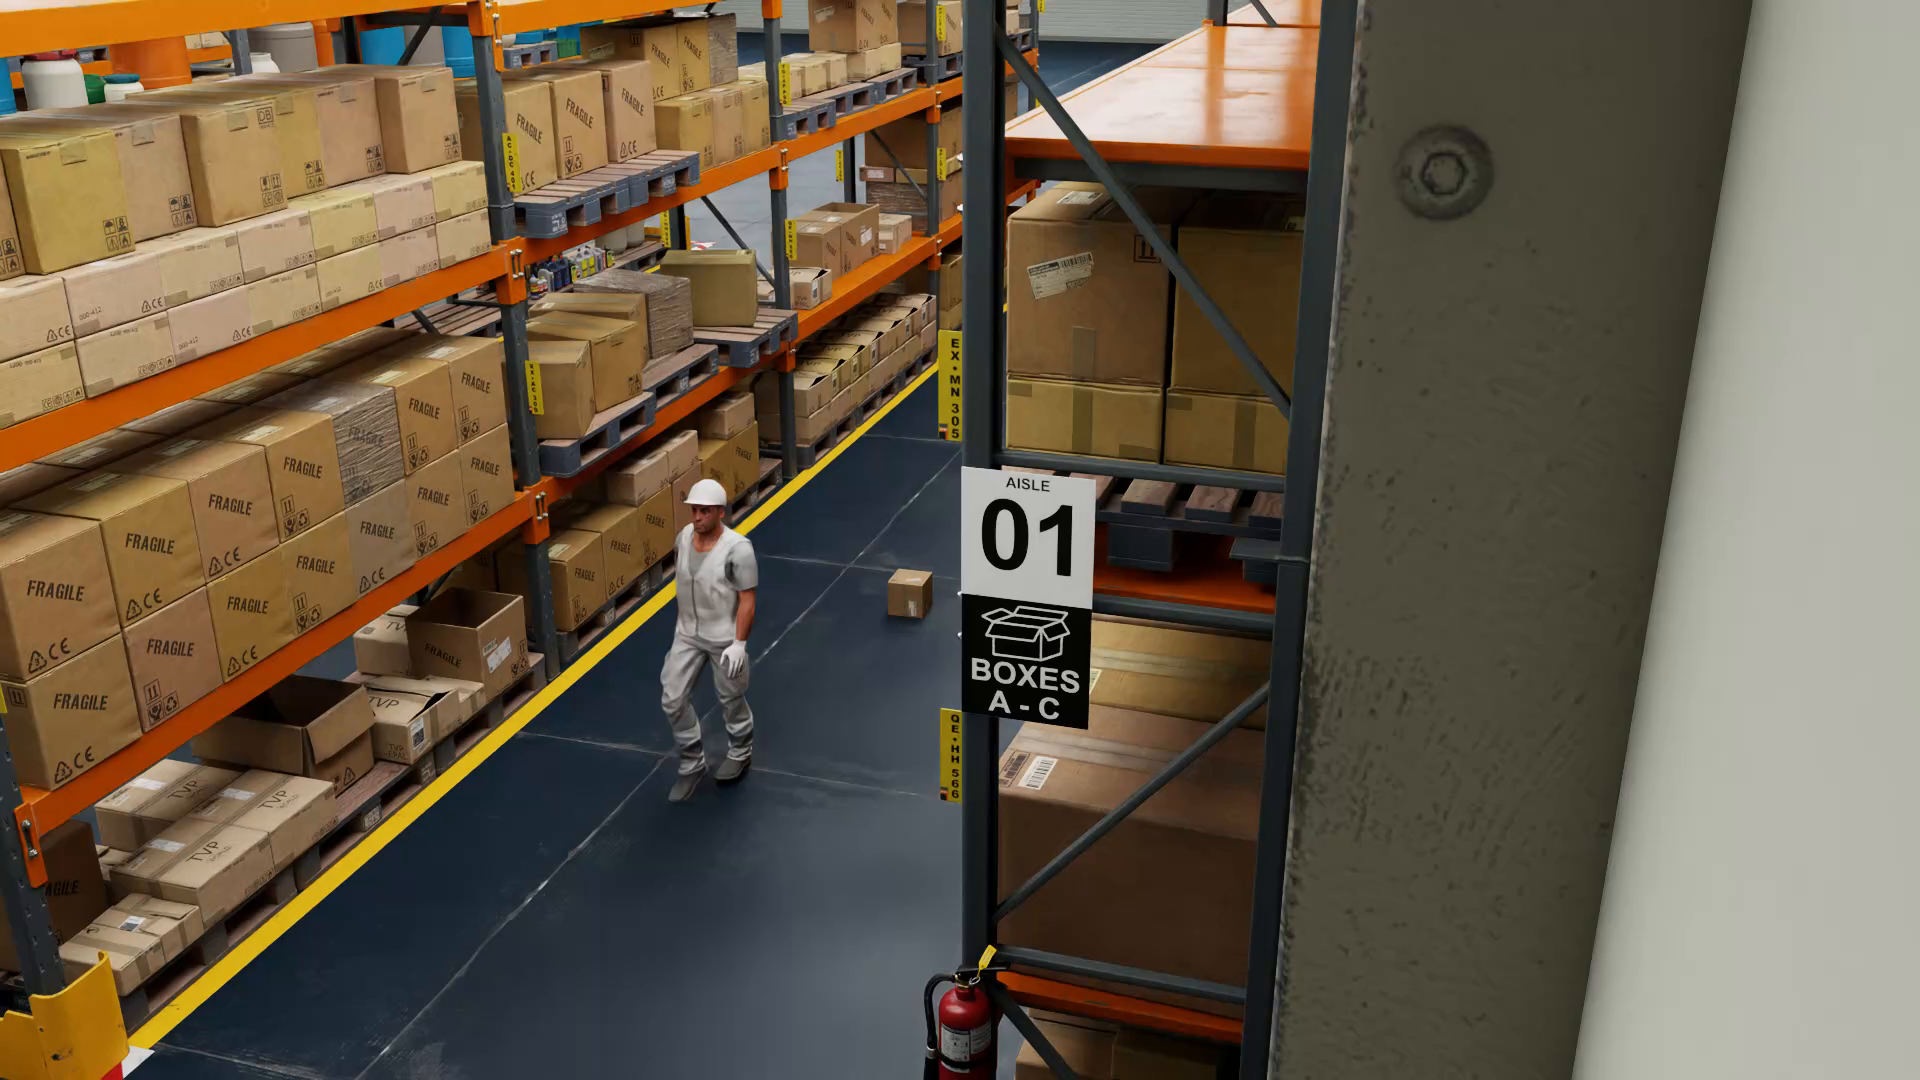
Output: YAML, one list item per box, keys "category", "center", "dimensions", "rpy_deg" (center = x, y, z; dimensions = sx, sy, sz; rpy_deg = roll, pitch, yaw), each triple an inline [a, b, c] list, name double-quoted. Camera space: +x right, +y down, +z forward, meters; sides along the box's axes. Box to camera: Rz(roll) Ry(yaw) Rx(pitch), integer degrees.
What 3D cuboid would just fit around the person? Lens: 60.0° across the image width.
- category: "person"
  center: [-1.364, 0.560, 9.059]
  dimensions: [0.588, 1.846, 0.534]
  rpy_deg: [10, 24, 23]
